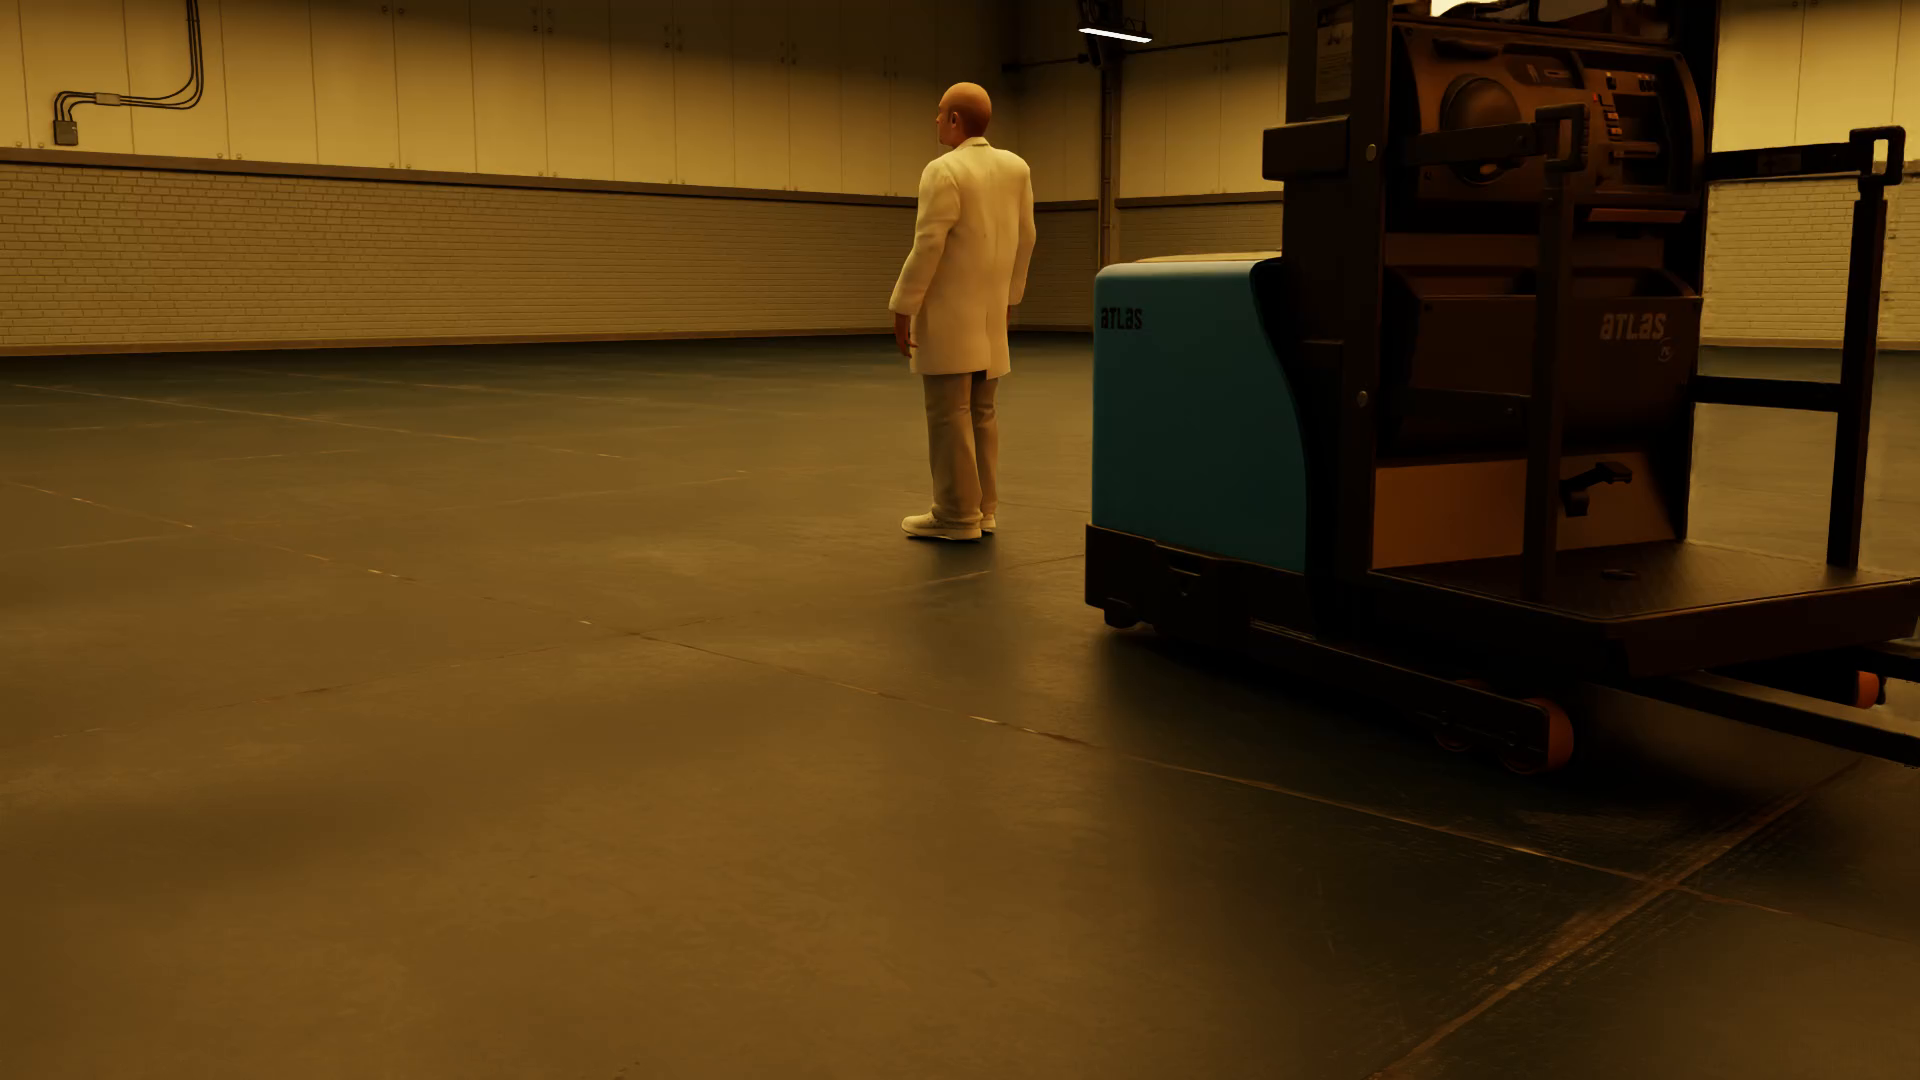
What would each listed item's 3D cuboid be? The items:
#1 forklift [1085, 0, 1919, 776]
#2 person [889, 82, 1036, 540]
[{"bbox_3d":[1.508,-1.034,3.741,1.130,2.935,3.031,-4,10,-27],"label":"forklift"},{"bbox_3d":[-0.063,-0.896,6.649,0.578,1.777,0.698,8,12,43],"label":"person"}]
